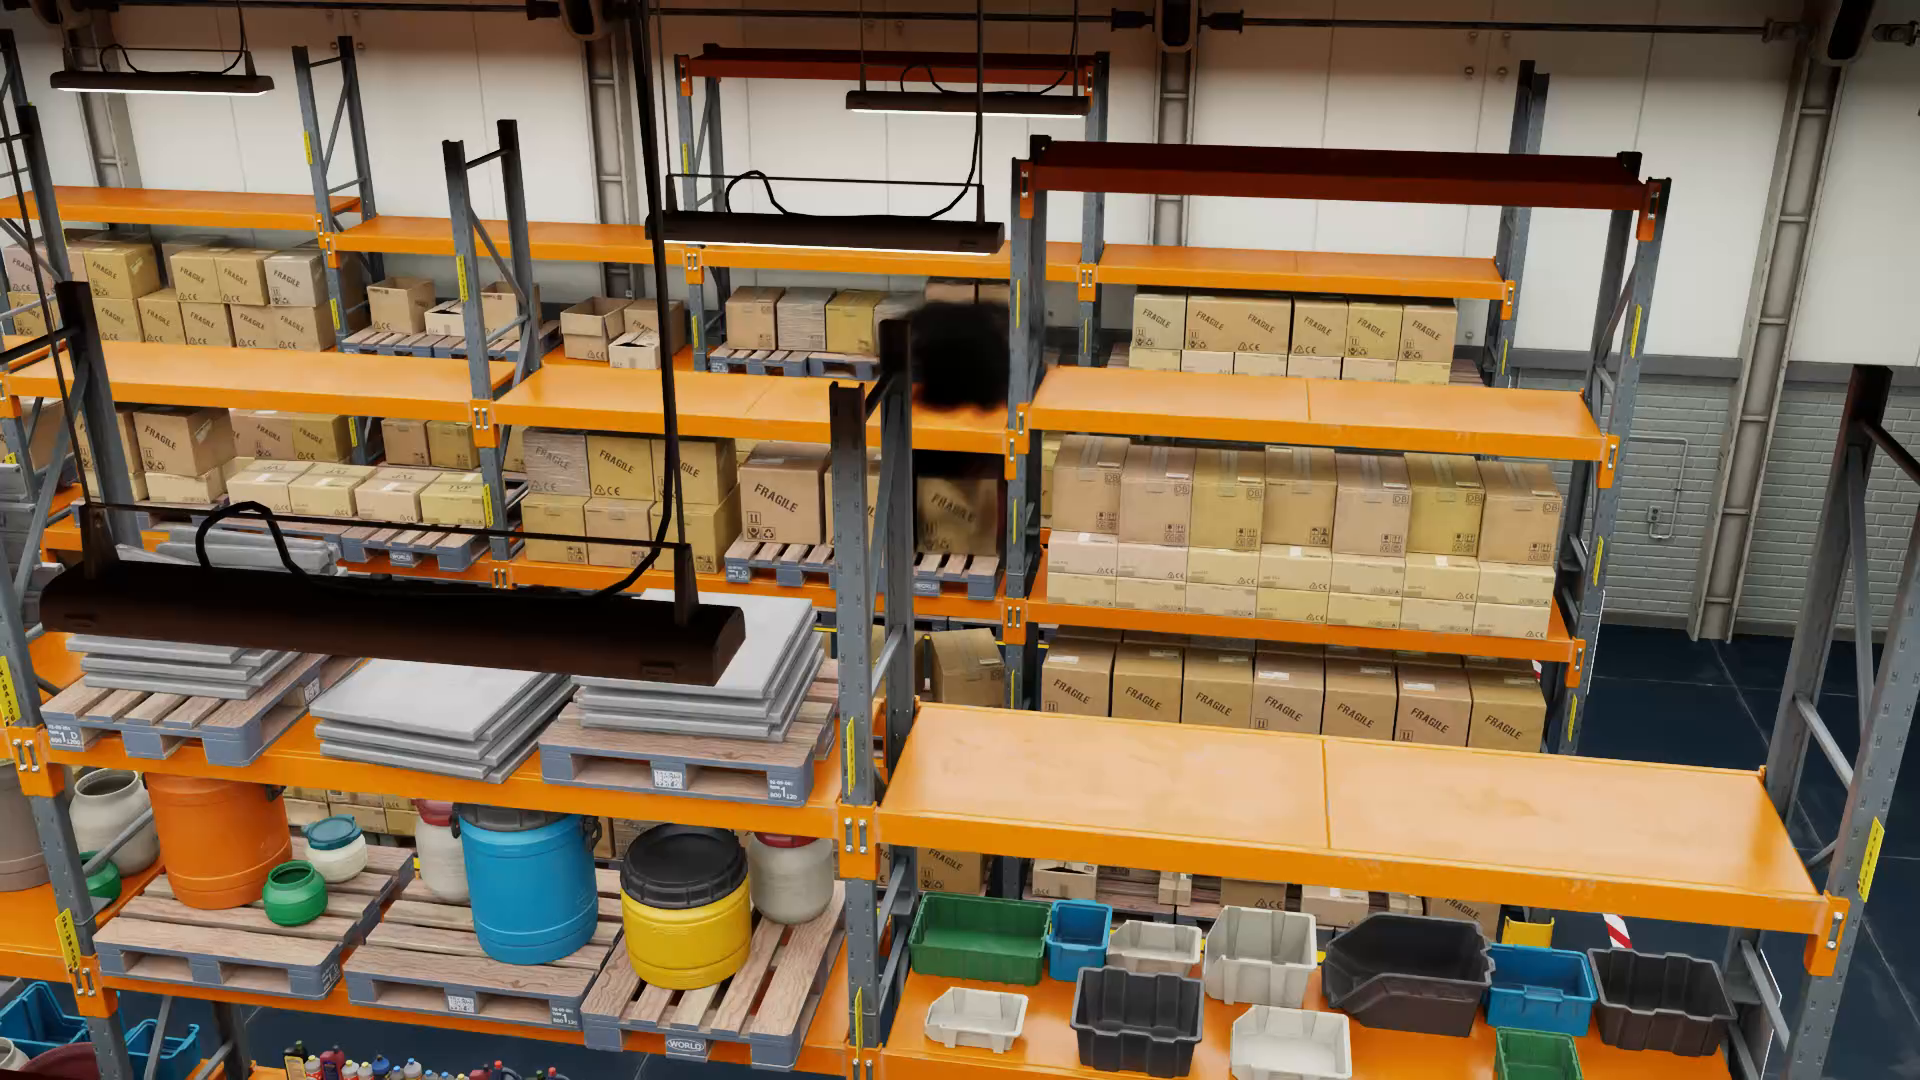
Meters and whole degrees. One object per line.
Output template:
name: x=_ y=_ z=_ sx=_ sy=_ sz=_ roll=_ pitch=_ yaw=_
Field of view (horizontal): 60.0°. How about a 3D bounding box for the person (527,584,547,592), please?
person: x=-3.885 y=1.018 z=15.943 sx=0.599 sy=1.557 sz=0.577 roll=0 pitch=23 yaw=-1
